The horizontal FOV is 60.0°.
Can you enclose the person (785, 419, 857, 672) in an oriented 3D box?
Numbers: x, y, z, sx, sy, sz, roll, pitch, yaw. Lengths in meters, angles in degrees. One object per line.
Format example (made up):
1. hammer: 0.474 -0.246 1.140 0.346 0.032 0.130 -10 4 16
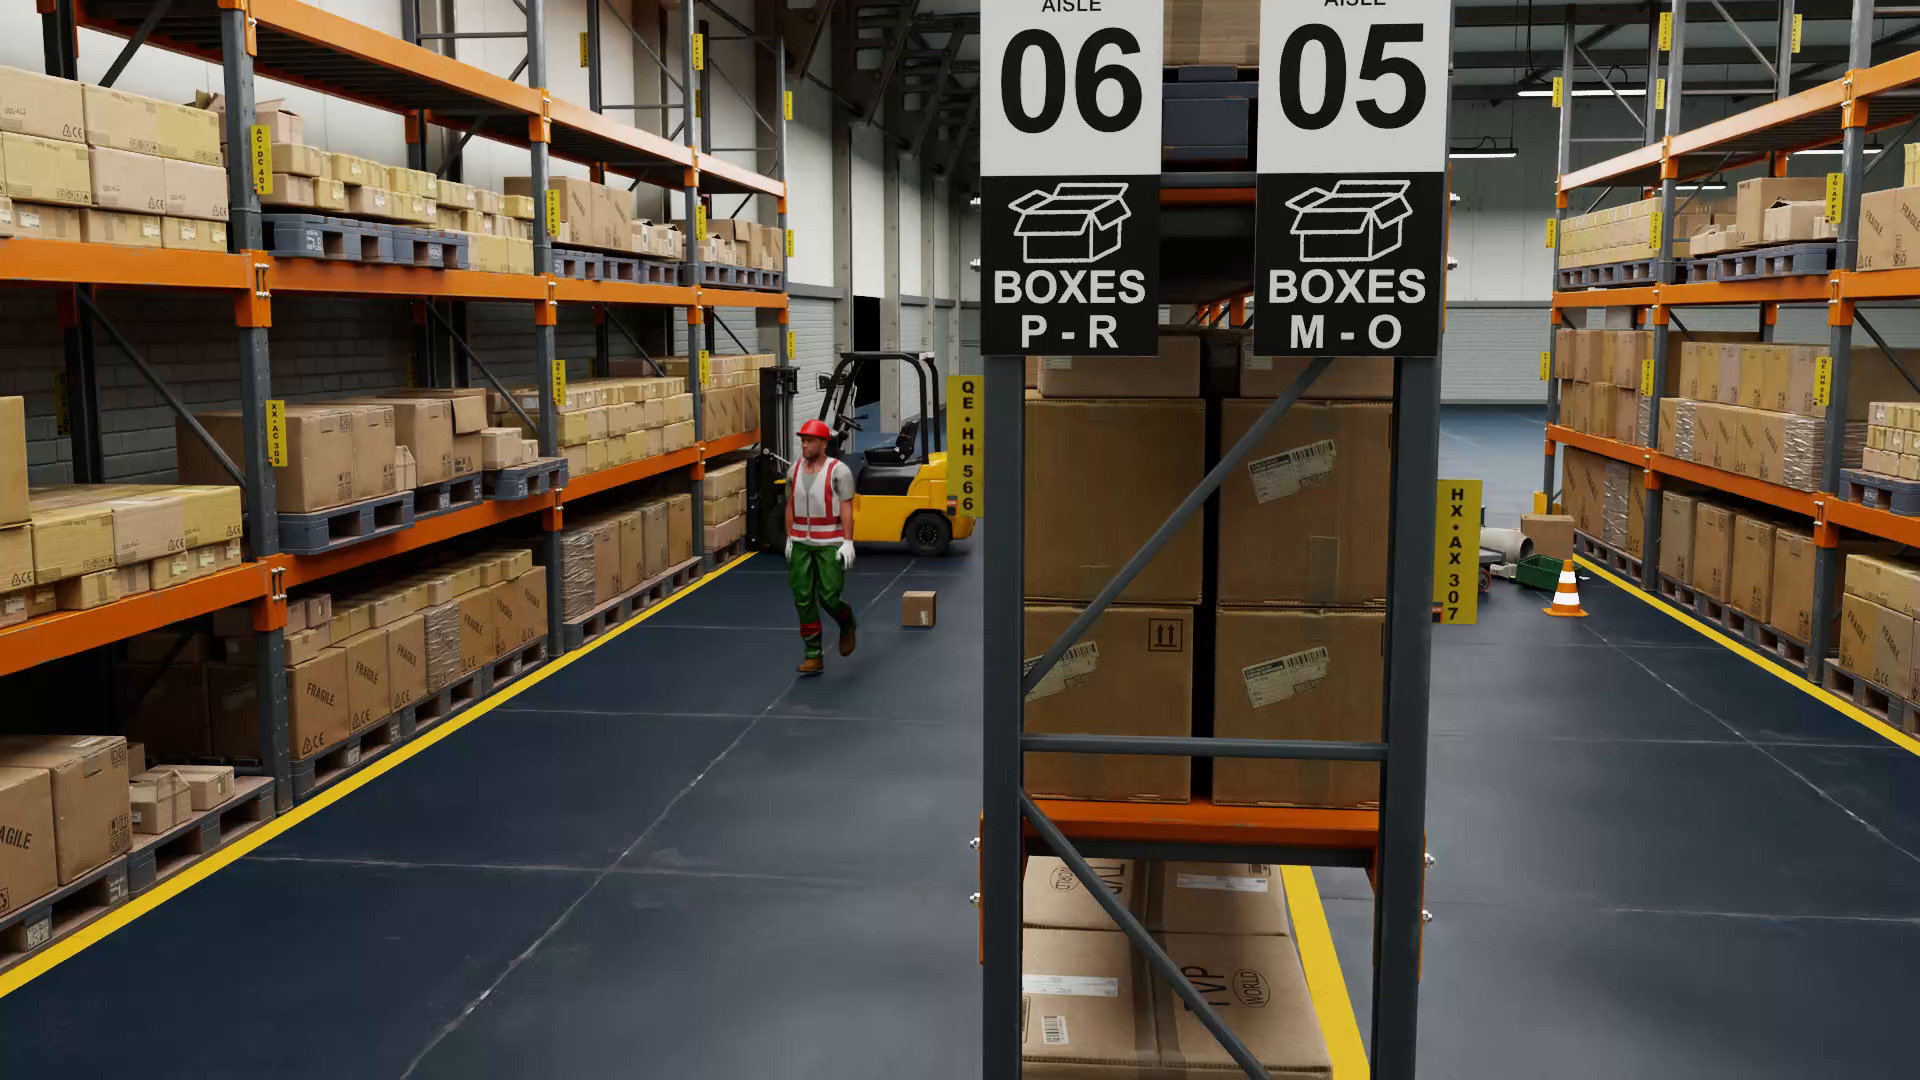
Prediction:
1. person: -0.983 0.032 11.771 0.585 1.778 0.609 3 8 23
